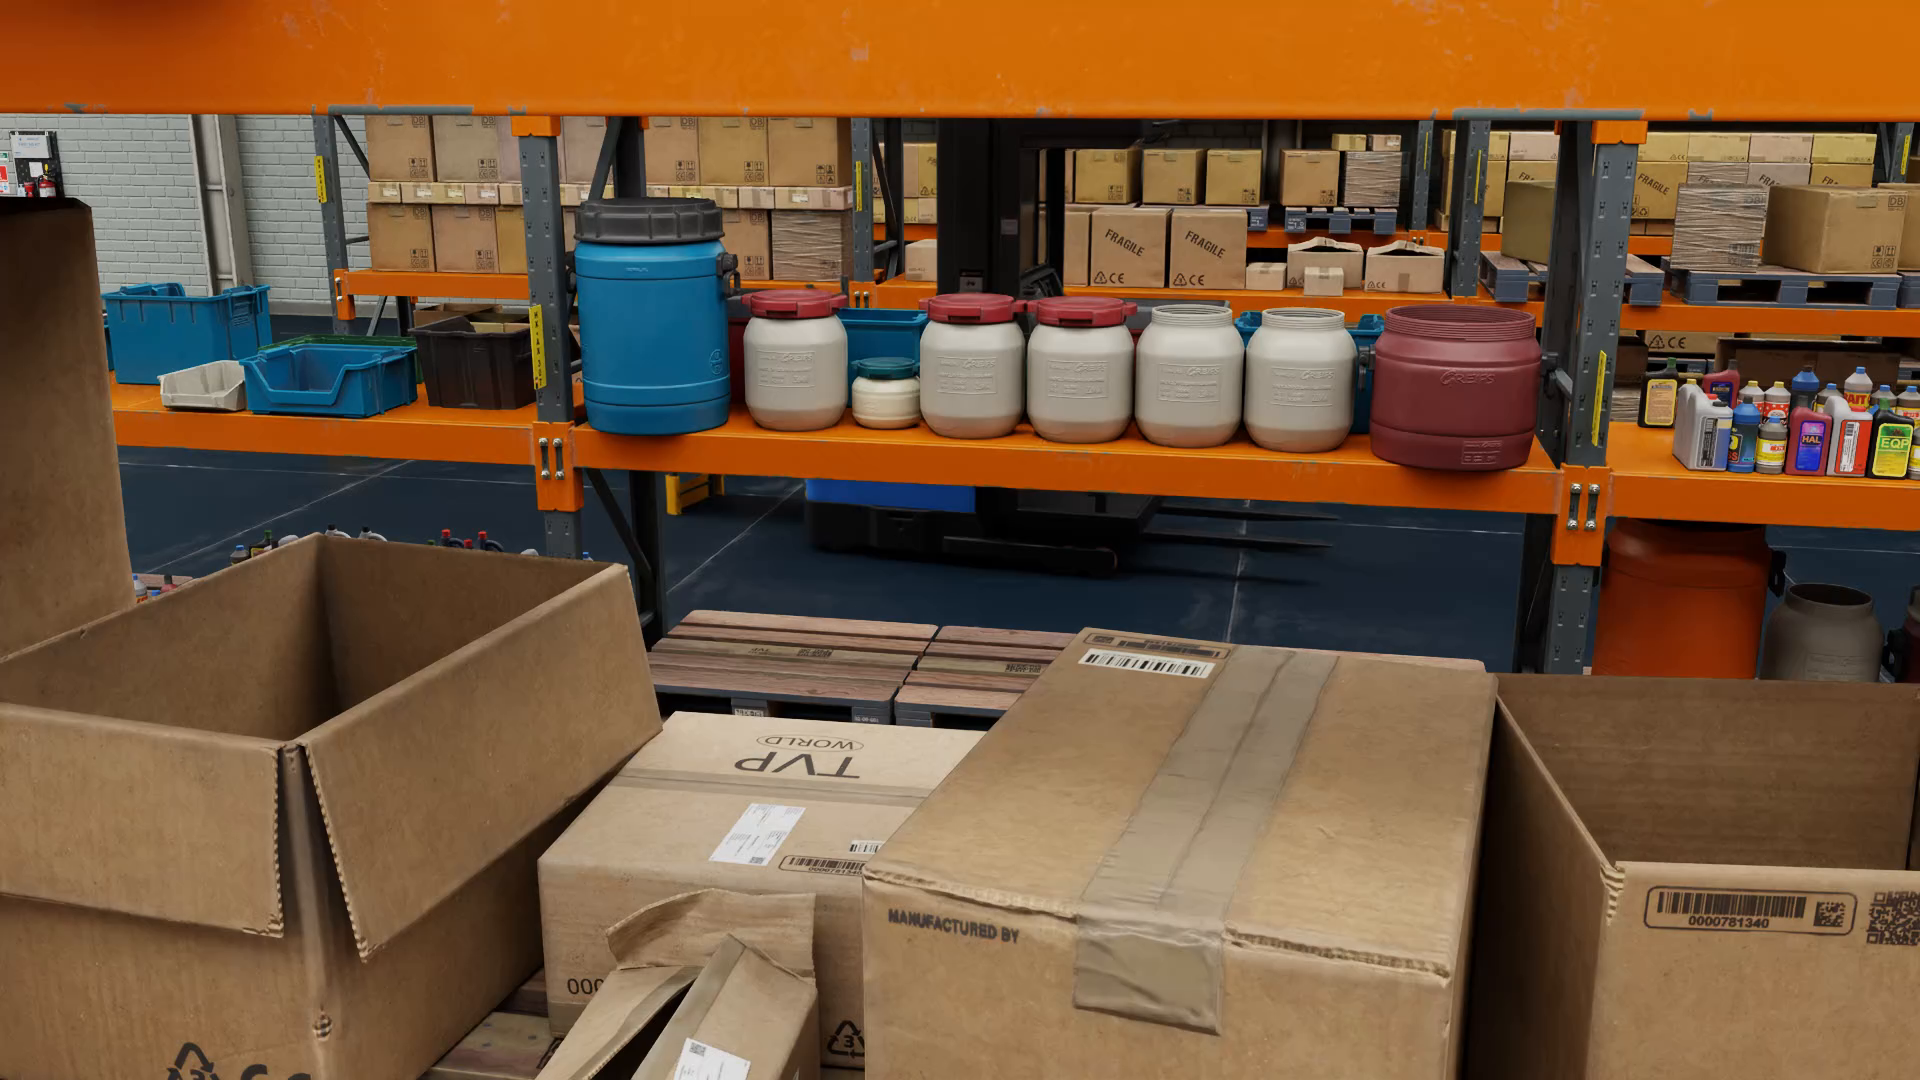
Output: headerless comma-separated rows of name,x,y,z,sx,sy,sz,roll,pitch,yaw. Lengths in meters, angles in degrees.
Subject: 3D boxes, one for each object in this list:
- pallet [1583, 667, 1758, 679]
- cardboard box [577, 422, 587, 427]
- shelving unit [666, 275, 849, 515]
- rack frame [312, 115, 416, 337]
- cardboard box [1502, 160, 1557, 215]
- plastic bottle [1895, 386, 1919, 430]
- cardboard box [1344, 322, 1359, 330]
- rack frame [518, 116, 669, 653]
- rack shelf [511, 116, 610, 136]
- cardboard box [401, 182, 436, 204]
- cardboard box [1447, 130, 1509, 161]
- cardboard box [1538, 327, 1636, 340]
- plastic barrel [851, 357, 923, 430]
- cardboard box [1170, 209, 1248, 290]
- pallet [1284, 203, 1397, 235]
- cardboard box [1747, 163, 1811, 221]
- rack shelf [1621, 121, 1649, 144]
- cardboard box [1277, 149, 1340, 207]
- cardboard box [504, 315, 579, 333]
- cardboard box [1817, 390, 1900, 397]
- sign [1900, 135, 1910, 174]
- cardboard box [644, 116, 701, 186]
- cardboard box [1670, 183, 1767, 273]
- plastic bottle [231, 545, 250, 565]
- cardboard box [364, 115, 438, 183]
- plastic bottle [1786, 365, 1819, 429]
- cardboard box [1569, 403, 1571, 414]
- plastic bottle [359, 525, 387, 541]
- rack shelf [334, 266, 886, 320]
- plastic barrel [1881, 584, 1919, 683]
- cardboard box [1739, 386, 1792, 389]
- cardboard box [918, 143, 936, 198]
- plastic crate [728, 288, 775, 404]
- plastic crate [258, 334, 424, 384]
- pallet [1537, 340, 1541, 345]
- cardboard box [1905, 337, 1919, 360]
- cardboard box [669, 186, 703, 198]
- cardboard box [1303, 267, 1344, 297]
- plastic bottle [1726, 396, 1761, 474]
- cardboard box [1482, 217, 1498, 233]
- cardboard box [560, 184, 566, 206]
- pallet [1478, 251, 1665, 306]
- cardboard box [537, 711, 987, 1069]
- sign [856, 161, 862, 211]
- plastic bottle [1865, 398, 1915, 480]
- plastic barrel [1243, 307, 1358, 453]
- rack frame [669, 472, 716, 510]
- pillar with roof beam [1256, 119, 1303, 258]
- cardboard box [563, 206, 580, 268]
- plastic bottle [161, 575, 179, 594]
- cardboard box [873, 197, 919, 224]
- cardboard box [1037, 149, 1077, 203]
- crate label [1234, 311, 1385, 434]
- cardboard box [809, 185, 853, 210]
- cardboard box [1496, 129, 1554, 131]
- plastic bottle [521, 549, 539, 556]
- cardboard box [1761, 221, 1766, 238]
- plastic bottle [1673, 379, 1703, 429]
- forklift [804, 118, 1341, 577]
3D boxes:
pallet,3.138,0.809,6.675,1.213,0.211,1.003,3,16,11
cardboard box,-2.540,-0.997,12.337,0.500,0.250,0.500,3,16,11
shelving unit,-1.259,-0.902,10.437,1.083,1.500,0.587,7,17,22
rack frame,-4.491,-2.287,12.628,0.127,3.000,1.000,3,16,11
cardboard box,5.268,-3.235,15.271,0.500,0.500,0.500,4,16,13
plastic bottle,3.747,-0.506,6.571,0.097,0.201,0.097,0,15,0
cardboard box,3.616,-2.189,16.135,0.500,0.500,0.700,3,16,12
rack frame,-1.562,-0.778,7.183,0.127,3.000,1.000,3,16,11
rack shelf,-3.522,-1.984,7.263,4.000,0.370,1.077,3,16,11
cardboard box,-3.890,-2.557,12.201,0.250,0.149,0.380,3,16,10
cardboard box,4.754,-3.627,15.279,0.500,0.250,0.500,3,16,12
cardboard box,5.883,-2.202,15.562,0.750,0.750,0.750,3,16,11
plastic barrel,-0.296,-0.601,6.802,0.301,0.262,0.301,0,15,0
cardboard box,1.701,-1.994,11.385,0.500,0.500,0.500,2,16,8
pallet,3.612,-3.075,15.833,1.003,0.211,1.213,3,16,11
cardboard box,7.247,-3.129,14.886,0.500,0.500,0.500,3,16,12
rack shelf,4.317,-1.558,5.726,4.000,0.370,1.077,3,16,11
cardboard box,3.316,-3.462,15.861,0.500,0.500,0.700,2,16,6
cardboard box,-3.027,-1.389,12.348,0.500,0.500,0.500,3,16,11
cardboard box,5.753,-0.662,10.622,0.500,0.500,0.500,3,16,12
sign,8.153,-3.322,14.344,0.005,0.325,0.100,3,16,11
cardboard box,-1.994,-2.823,11.945,0.500,0.500,0.700,3,16,11
cardboard box,4.846,-2.009,10.652,0.500,0.500,0.700,6,17,22
plastic bottle,-3.595,0.128,8.327,0.097,0.201,0.097,0,15,0
cardboard box,-3.984,-2.929,12.330,0.500,0.500,0.700,3,16,11
plastic bottle,3.365,-0.560,6.636,0.097,0.271,0.097,0,15,0
cardboard box,3.737,-0.770,11.010,0.500,0.500,0.500,4,16,13
plastic bottle,-2.872,0.102,8.143,0.185,0.351,0.144,3,16,11
rack shelf,-2.531,-1.834,12.340,4.000,0.370,1.077,3,16,11
plastic barrel,3.947,0.476,6.386,0.708,0.588,0.600,3,16,11
cardboard box,5.334,-0.826,11.214,0.500,0.500,0.500,3,16,9
cardboard box,-0.113,-3.613,16.255,0.500,0.500,0.500,3,16,11
plastic crate,-1.027,-0.863,7.370,0.583,0.464,0.402,3,16,11
plastic crate,-2.836,-0.822,7.738,0.662,0.188,0.450,3,16,11
pallet,5.089,-1.752,15.920,1.213,0.211,1.003,3,16,11
cardboard box,8.964,-1.876,15.040,0.500,0.500,0.700,3,16,12
cardboard box,-1.877,-2.448,11.807,0.250,0.149,0.380,3,16,11
cardboard box,2.412,-1.716,11.037,0.250,0.149,0.380,3,16,11
plastic bottle,2.825,-0.383,5.995,0.097,0.271,0.097,0,15,0
cardboard box,4.853,-2.952,15.463,0.250,0.149,0.380,3,16,12
cardboard box,-2.887,-2.502,12.004,0.250,0.149,0.380,3,16,10
pallet,4.027,-1.751,11.054,1.003,0.211,1.213,3,16,11
cardboard box,-0.226,0.451,2.240,0.500,0.250,0.500,3,16,10
sign,-0.681,-2.384,11.210,0.005,0.325,0.100,3,16,11
plastic bottle,3.293,-0.358,5.884,0.133,0.283,0.061,3,16,11
plastic barrel,1.307,-0.618,6.396,0.421,0.512,0.421,0,15,0
rack frame,-1.734,-0.956,10.635,0.032,1.500,0.500,7,17,22
pillar with roof beam,2.372,-5.218,11.971,0.400,9.000,9.100,3,16,11
cardboard box,-2.519,-2.225,12.218,0.500,0.500,0.700,4,16,13
plastic bottle,-3.549,0.301,7.552,0.133,0.283,0.061,3,16,12
cardboard box,-0.599,-3.282,16.465,0.500,0.250,0.500,3,16,11
cardboard box,0.904,-3.594,16.337,0.500,0.500,0.700,3,16,11
crate label,1.438,-0.706,6.856,0.616,0.435,0.502,3,16,11
cardboard box,-0.881,-2.393,11.610,0.250,0.149,0.380,3,16,11
cardboard box,5.335,-3.735,15.670,0.500,0.250,0.500,3,16,9
plastic bottle,-2.109,0.181,7.999,0.135,0.276,0.152,4,16,13
cardboard box,7.096,-2.808,14.945,0.250,0.149,0.380,3,16,11
plastic bottle,2.948,-0.549,6.727,0.097,0.201,0.097,0,15,0
forklift,0.662,-1.362,9.420,3.031,2.935,1.130,4,16,16
